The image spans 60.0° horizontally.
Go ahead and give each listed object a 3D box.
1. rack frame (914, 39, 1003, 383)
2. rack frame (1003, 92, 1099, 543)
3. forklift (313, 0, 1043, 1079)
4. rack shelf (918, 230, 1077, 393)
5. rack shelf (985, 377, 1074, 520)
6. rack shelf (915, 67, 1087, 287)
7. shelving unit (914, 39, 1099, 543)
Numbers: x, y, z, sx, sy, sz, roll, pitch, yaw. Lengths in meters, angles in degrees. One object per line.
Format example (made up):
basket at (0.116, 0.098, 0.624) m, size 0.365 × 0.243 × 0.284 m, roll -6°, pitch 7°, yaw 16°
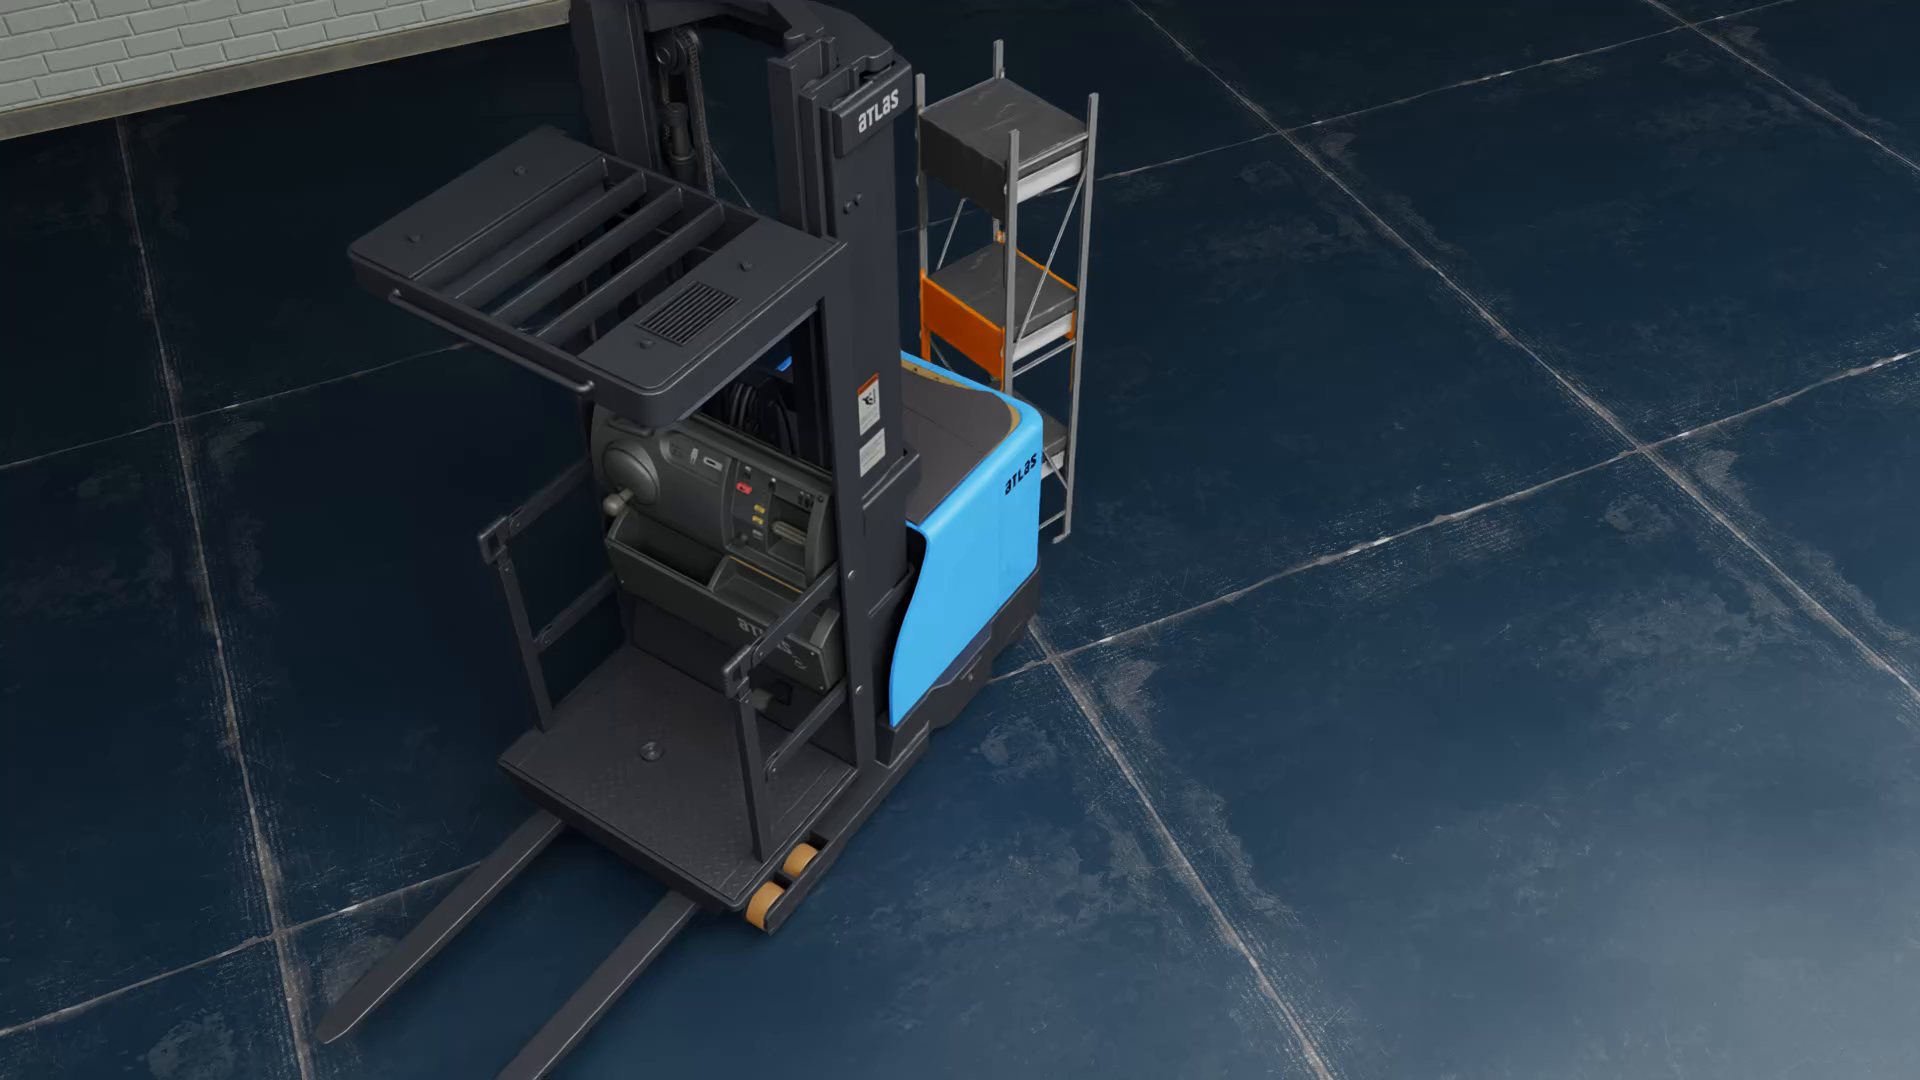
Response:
rack frame at (-0.002, -0.948, 6.584) m, size 0.400 × 2.100 × 0.015 m, roll -31°, pitch 53°, yaw -28°
rack frame at (0.317, -0.688, 6.321) m, size 0.400 × 2.100 × 0.015 m, roll -31°, pitch 53°, yaw -28°
forklift at (-0.916, -0.082, 5.115) m, size 1.130 × 2.935 × 3.031 m, roll 25°, pitch 50°, yaw 23°
rack shelf at (0.157, -0.808, 6.462) m, size 0.431 × 0.518 × 0.480 m, roll -31°, pitch 53°, yaw -28°
rack shelf at (0.158, -0.310, 6.954) m, size 0.431 × 0.518 × 0.480 m, roll -31°, pitch 53°, yaw -28°
rack shelf at (0.157, -1.306, 5.971) m, size 0.431 × 0.518 × 0.480 m, roll -31°, pitch 53°, yaw -28°
shelving unit at (0.157, -0.818, 6.453) m, size 0.431 × 2.100 × 0.503 m, roll -31°, pitch 53°, yaw -28°
